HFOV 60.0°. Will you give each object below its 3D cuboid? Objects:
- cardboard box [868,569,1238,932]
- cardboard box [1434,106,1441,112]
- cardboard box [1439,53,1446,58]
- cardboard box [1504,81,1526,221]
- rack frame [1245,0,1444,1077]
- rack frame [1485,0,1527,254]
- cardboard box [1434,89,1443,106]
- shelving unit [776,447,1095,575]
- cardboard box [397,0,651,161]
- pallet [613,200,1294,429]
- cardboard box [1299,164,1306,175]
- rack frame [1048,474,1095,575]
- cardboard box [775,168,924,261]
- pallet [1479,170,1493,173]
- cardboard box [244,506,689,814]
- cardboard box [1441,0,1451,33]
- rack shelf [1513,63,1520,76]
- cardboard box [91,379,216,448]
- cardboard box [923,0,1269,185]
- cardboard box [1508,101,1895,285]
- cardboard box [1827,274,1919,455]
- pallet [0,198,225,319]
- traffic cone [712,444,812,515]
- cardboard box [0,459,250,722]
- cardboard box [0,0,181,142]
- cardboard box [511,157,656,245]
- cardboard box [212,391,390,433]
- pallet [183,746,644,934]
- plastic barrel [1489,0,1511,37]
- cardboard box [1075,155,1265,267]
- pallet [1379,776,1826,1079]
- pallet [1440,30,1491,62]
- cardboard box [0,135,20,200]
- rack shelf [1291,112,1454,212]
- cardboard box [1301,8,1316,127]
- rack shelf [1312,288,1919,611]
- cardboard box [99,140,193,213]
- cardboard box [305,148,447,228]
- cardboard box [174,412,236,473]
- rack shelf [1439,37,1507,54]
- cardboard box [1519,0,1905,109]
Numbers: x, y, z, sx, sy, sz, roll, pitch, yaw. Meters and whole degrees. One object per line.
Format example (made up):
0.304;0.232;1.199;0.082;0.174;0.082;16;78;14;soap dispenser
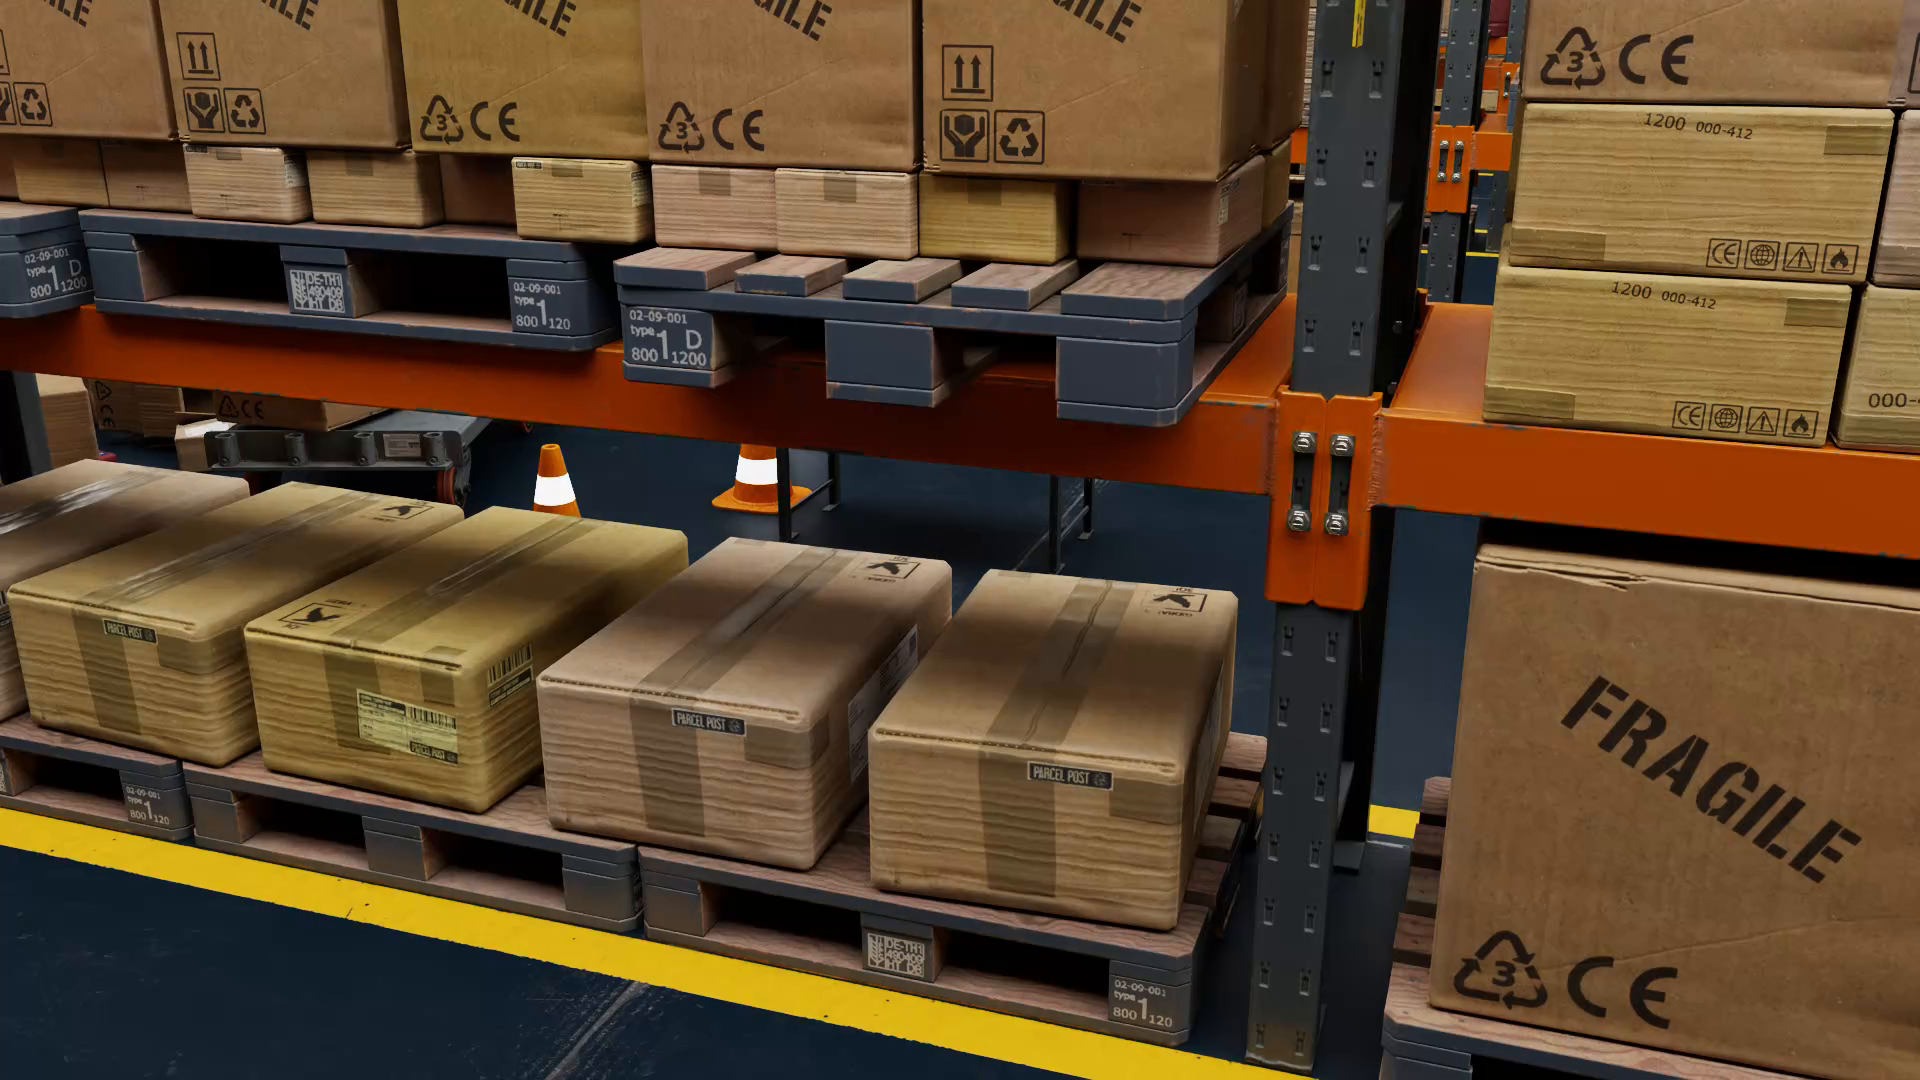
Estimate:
0.240;0.418;3.674;0.625;0.372;0.950;5;20;14;cardboard box
3.380;-3.086;12.363;0.500;0.250;0.500;7;21;20;cardboard box
7.754;-7.443;26.000;0.500;0.500;0.700;6;20;18;cardboard box
1.312;-0.752;3.146;0.500;0.250;0.500;6;20;18;cardboard box
0.771;-0.560;3.127;0.127;3.000;1.000;7;20;18;rack frame
4.023;-3.642;11.966;0.127;3.000;1.000;7;20;18;rack frame
6.212;-5.657;21.287;0.500;0.250;0.500;6;20;17;cardboard box
-0.081;-0.717;5.856;1.048;1.500;0.538;7;20;18;shelving unit
-0.719;-1.016;3.191;0.500;0.500;0.500;5;20;14;cardboard box
0.062;-0.514;3.284;1.003;0.211;1.213;7;20;18;pallet
2.855;-2.791;12.656;0.500;0.500;0.700;5;20;14;cardboard box
0.400;-0.663;5.698;0.032;1.500;0.500;7;20;18;rack frame
-0.146;-0.622;3.047;0.250;0.149;0.380;6;20;18;cardboard box
4.929;-3.961;17.118;1.213;0.211;1.003;7;20;18;pallet
-1.174;0.257;4.136;0.625;0.372;0.950;7;20;20;cardboard box
3.500;-3.933;12.012;0.500;0.500;0.500;4;20;11;cardboard box
5.912;-3.086;11.465;4.000;0.370;1.077;7;20;18;rack shelf
-3.410;-0.809;7.426;0.503;0.637;0.797;7;20;18;cardboard box
0.250;-0.909;2.885;0.500;0.500;0.500;6;20;16;cardboard box
1.168;-0.594;2.692;0.500;0.250;0.500;6;20;18;cardboard box
1.641;-0.309;2.632;0.500;0.250;0.500;6;20;16;cardboard box
-2.334;-0.774;4.031;1.213;0.211;1.003;7;20;18;pallet
-0.775;-0.376;6.450;0.334;0.463;0.336;7;20;18;traffic cone
-2.512;0.106;4.569;0.625;0.372;0.950;7;20;19;cardboard box
-1.723;-1.127;3.511;0.500;0.500;0.500;6;20;18;cardboard box
-0.646;-0.677;3.205;0.250;0.149;0.380;7;20;19;cardboard box
-2.452;-0.726;6.250;0.500;0.500;0.500;7;20;18;cardboard box
-1.116;0.539;4.209;1.213;0.211;1.003;7;20;18;pallet
5.110;-5.202;16.235;0.708;0.536;0.600;7;20;18;plastic barrel
0.384;-0.602;2.991;0.250;0.149;0.380;7;21;20;cardboard box
1.491;0.865;3.274;1.213;0.211;1.003;7;20;18;pallet
3.315;-3.595;12.124;1.003;0.211;1.213;7;20;18;pallet
-2.064;-0.878;3.781;0.250;0.149;0.380;8;21;22;cardboard box
0.410;-1.987;8.312;4.000;0.370;1.077;7;20;18;rack shelf
1.786;-2.123;7.457;0.500;0.500;0.500;7;20;18;cardboard box
2.660;-0.005;2.625;4.000;0.370;1.077;7;20;18;rack shelf
-1.601;-0.810;3.585;0.250;0.149;0.380;7;20;18;cardboard box
-1.106;-0.745;3.400;0.250;0.149;0.380;6;20;16;cardboard box
-3.073;-0.457;6.983;0.396;0.266;0.258;-7;20;-20;cardboard box
3.759;-5.058;17.122;4.000;0.370;1.077;7;20;18;rack shelf
1.156;-0.950;2.575;0.500;0.500;0.500;6;20;16;cardboard box
